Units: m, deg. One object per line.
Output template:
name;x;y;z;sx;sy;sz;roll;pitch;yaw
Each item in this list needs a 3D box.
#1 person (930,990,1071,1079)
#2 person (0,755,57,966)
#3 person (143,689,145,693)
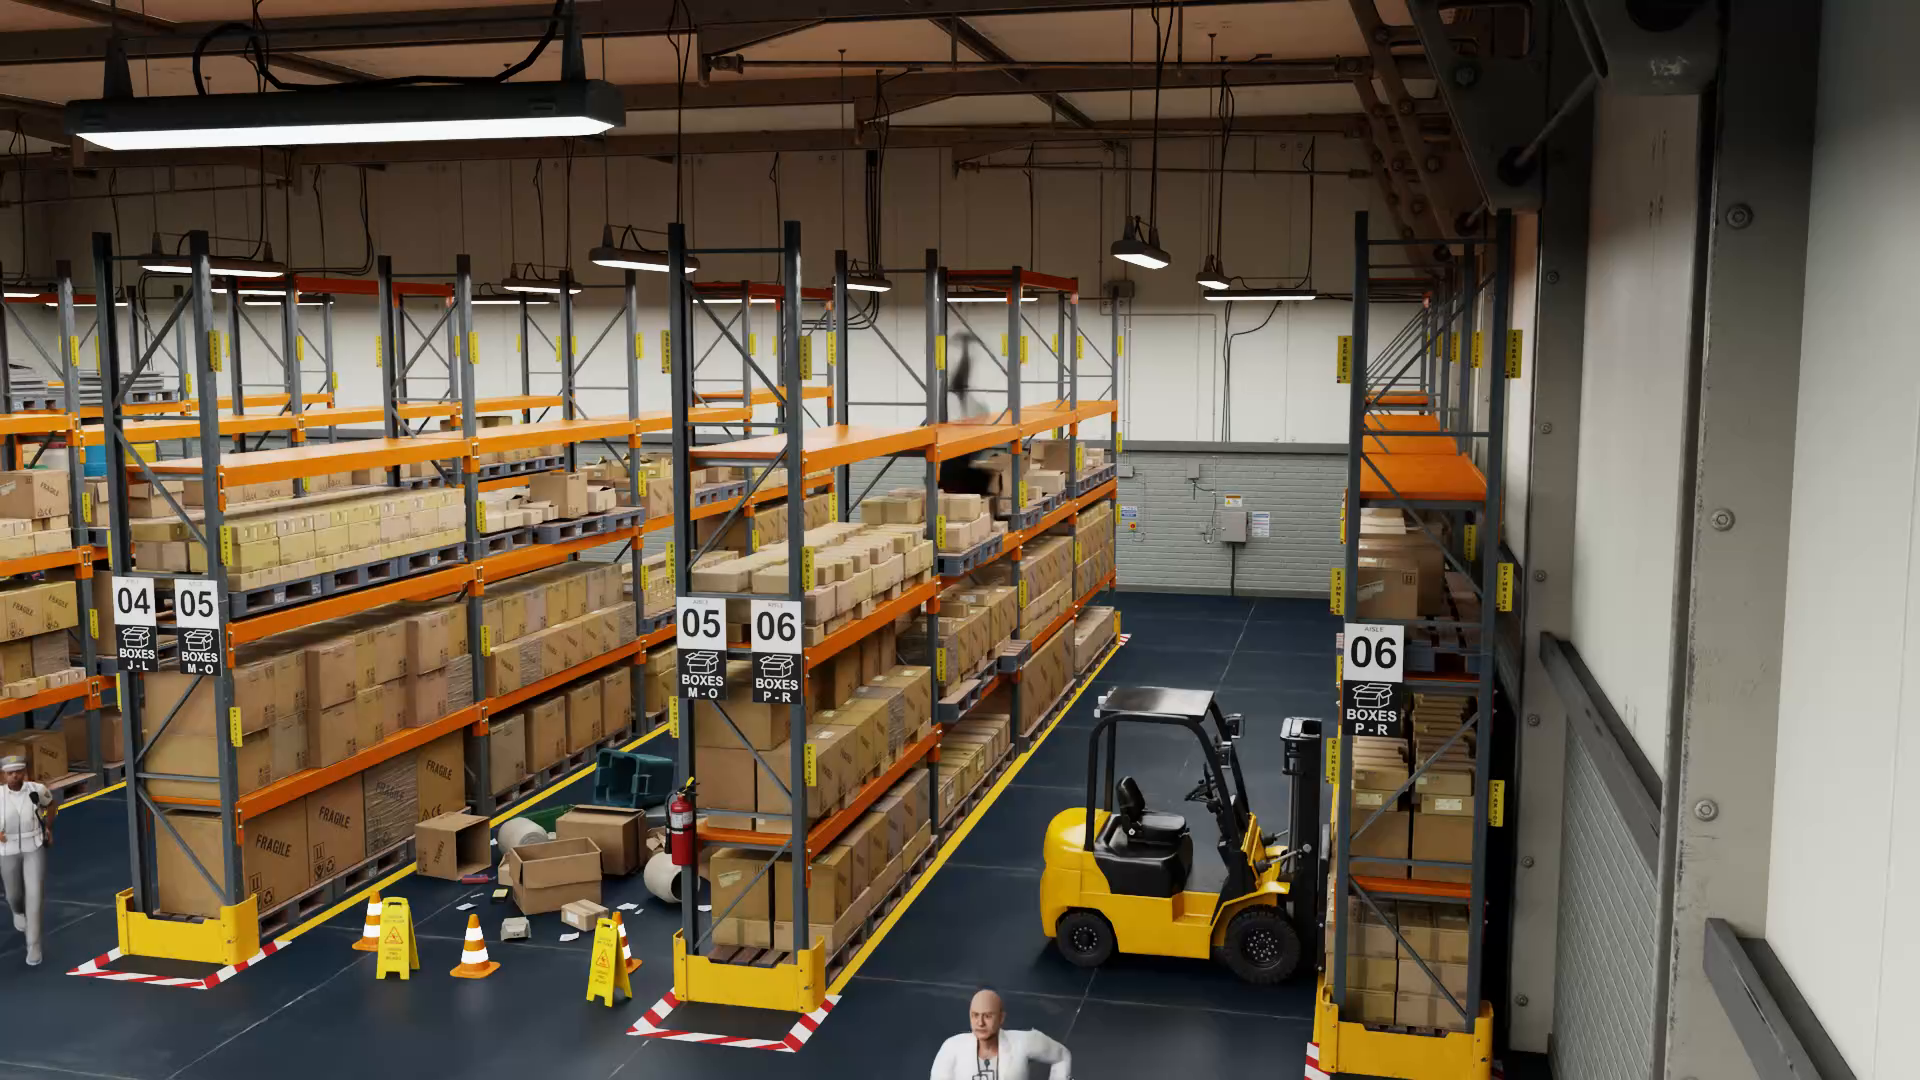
person;0.196;3.255;8.807;0.732;1.647;0.897;2;7;12
person;-7.907;2.624;14.000;0.575;1.711;0.924;-4;8;-30
person;-11.615;1.370;23.878;0.684;1.795;0.865;0;7;1
